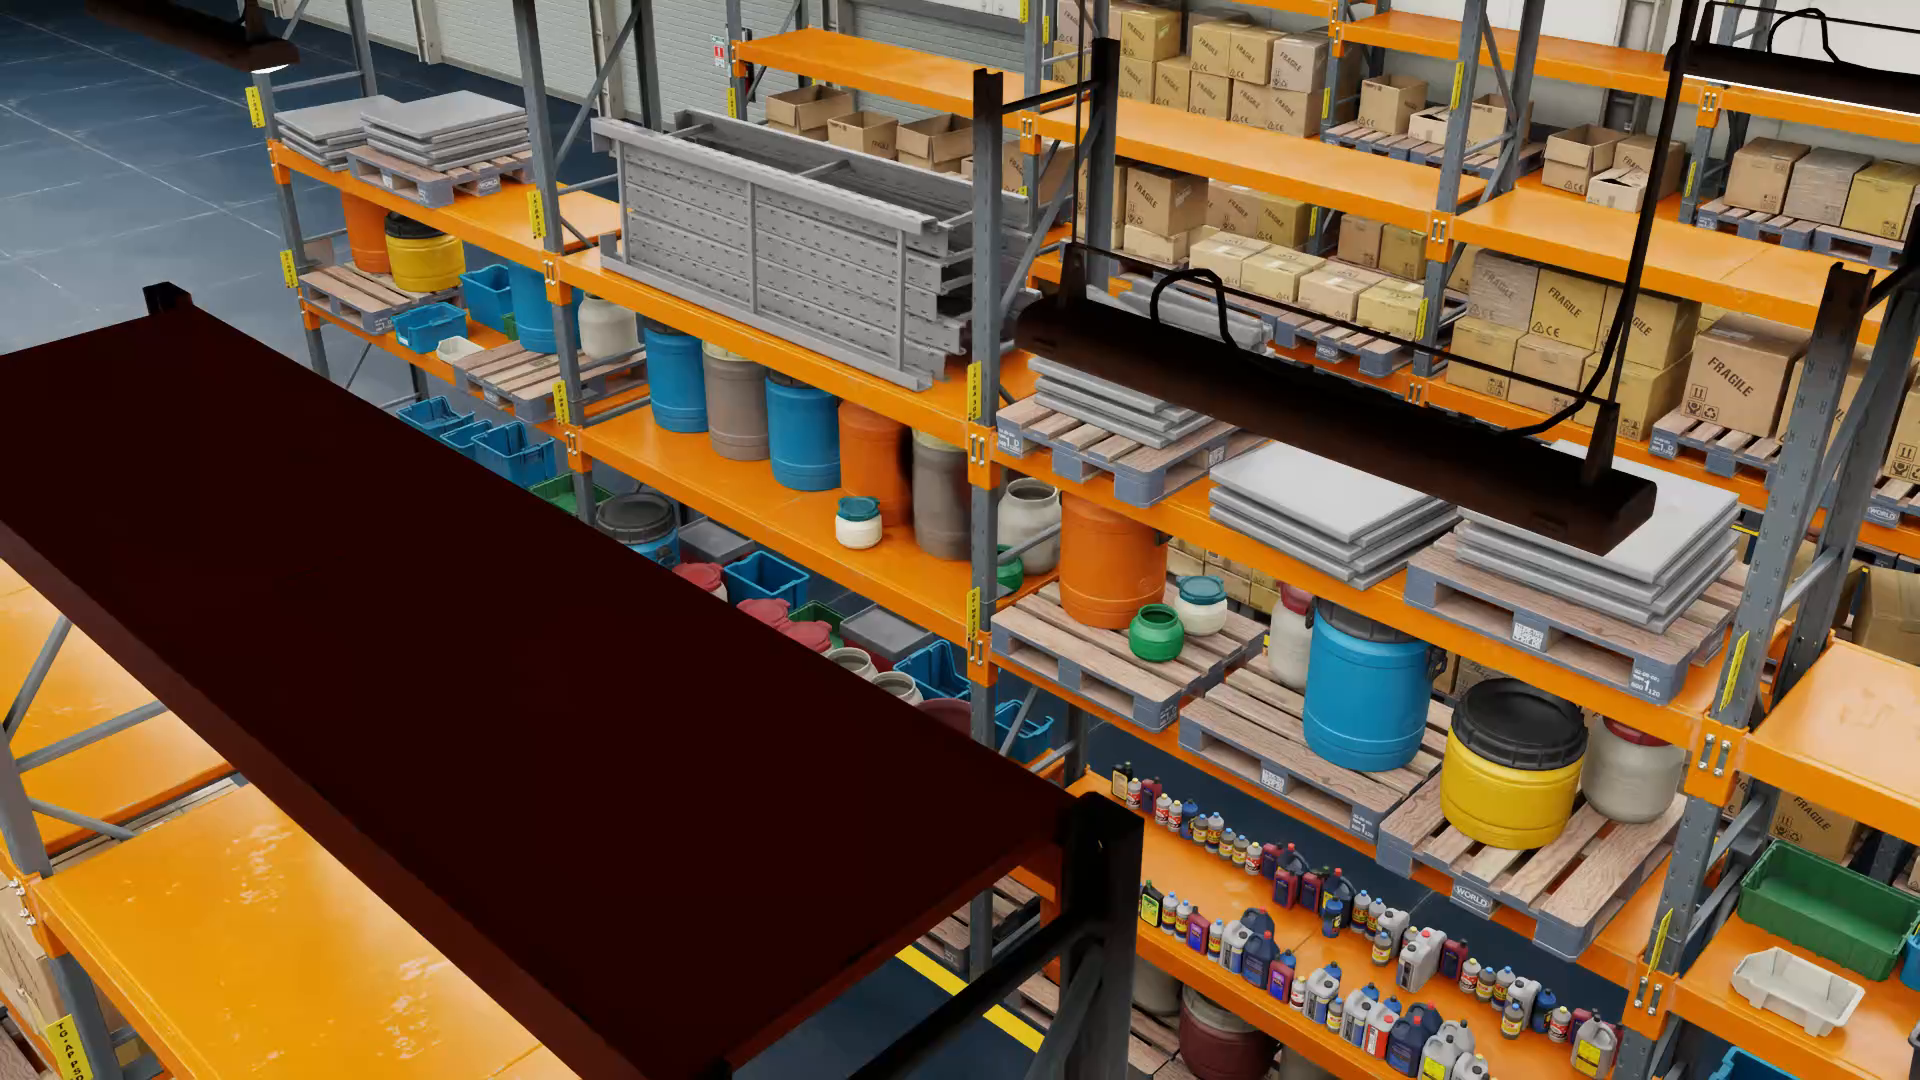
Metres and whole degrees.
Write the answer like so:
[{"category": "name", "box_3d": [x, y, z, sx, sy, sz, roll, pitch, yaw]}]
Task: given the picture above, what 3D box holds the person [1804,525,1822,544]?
[{"category": "person", "box_3d": [6.720, 0.583, 13.442, 0.611, 1.715, 0.438, 22, 36, 34]}]
